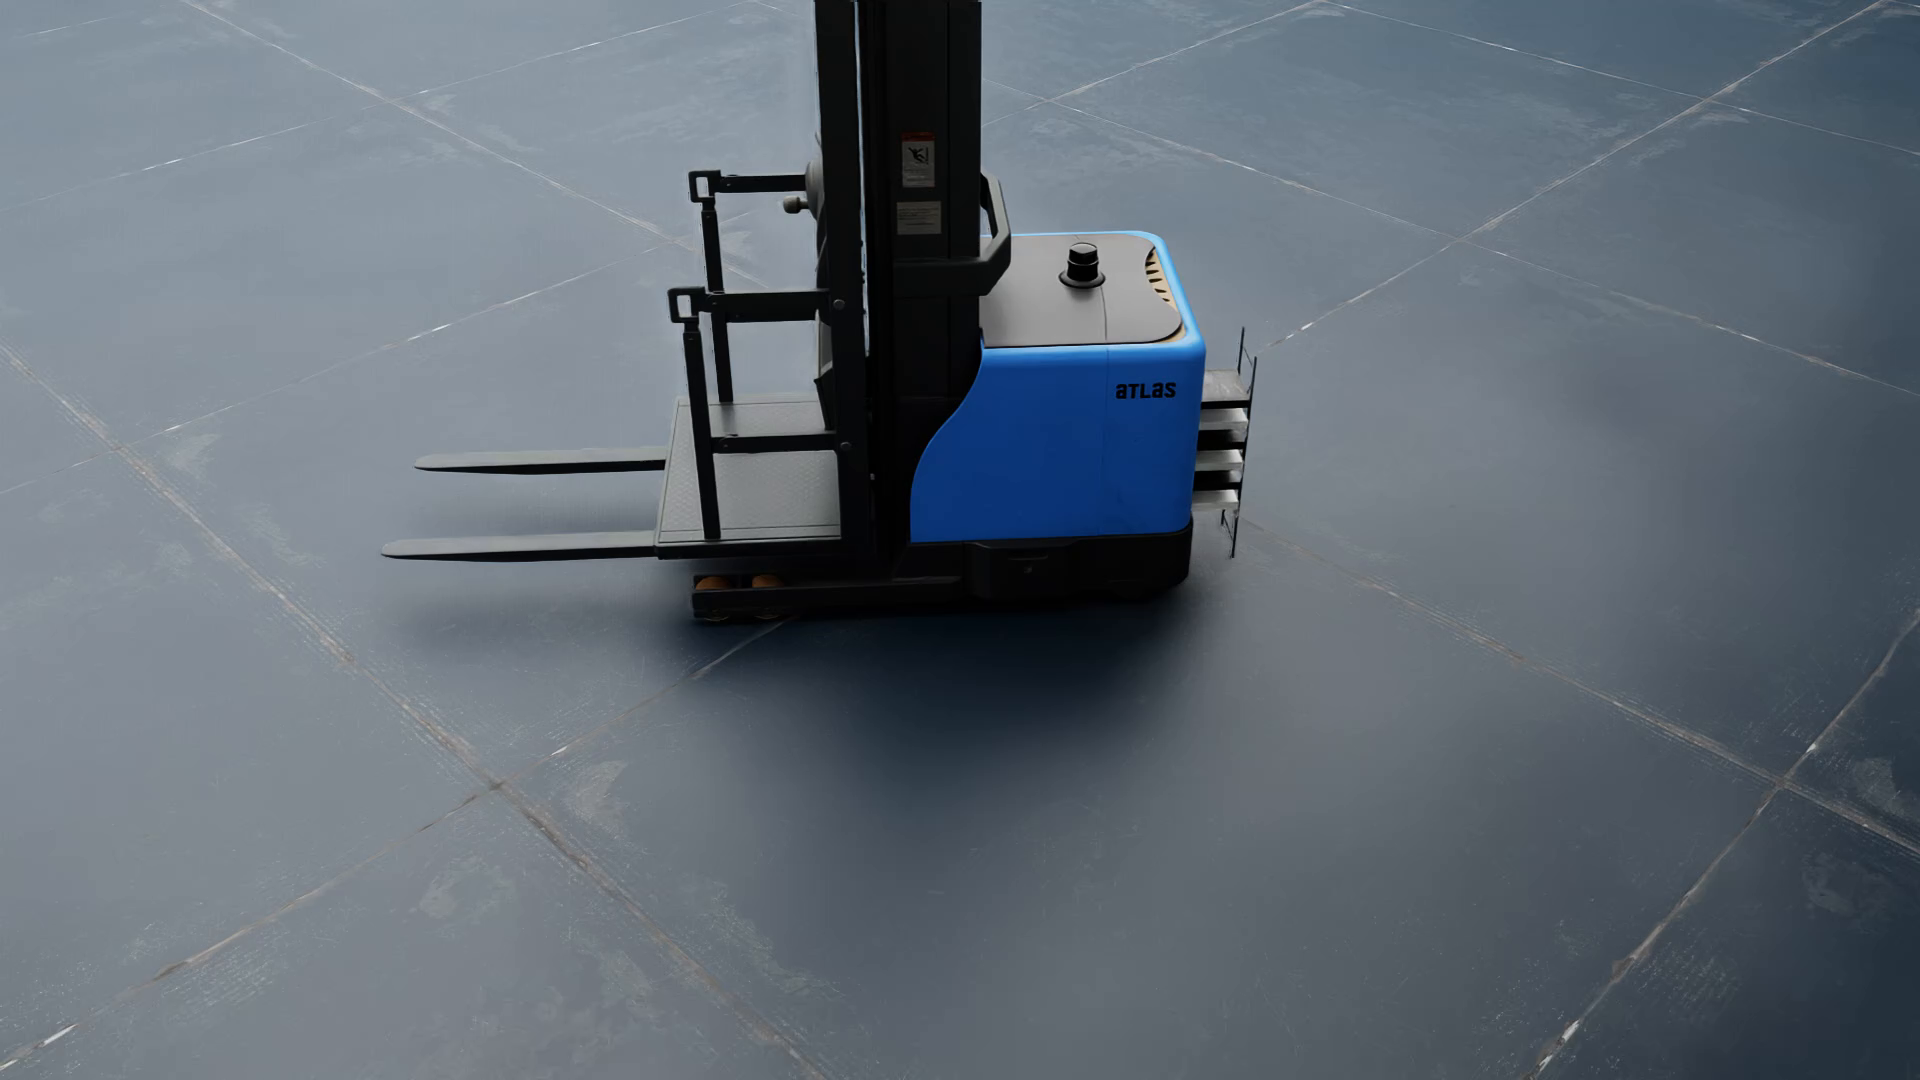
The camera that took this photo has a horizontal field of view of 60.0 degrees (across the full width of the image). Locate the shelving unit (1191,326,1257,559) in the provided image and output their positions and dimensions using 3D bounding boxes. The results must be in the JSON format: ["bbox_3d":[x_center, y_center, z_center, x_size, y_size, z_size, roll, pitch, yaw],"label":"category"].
[{"bbox_3d":[0.966,-0.360,6.379,0.210,0.900,0.258,-2,35,-3],"label":"shelving unit"}]

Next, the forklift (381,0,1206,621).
[{"bbox_3d":[-0.666,-1.212,5.826,3.031,2.935,1.130,-2,35,-3],"label":"forklift"}]

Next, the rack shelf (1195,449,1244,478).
[{"bbox_3d":[0.966,-0.333,6.398,0.200,0.077,0.258,-2,35,-3],"label":"rack shelf"}]

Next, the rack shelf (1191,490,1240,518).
[{"bbox_3d":[0.966,-0.185,6.501,0.200,0.077,0.258,-2,35,-3],"label":"rack shelf"}]

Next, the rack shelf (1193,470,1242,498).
[{"bbox_3d":[0.966,-0.259,6.450,0.200,0.077,0.258,-2,35,-3],"label":"rack shelf"}]

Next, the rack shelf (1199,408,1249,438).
[{"bbox_3d":[0.966,-0.480,6.295,0.200,0.077,0.258,-2,35,-3],"label":"rack shelf"}]

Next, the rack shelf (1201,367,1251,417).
[{"bbox_3d":[0.966,-0.554,6.244,0.200,0.077,0.258,-2,35,-3],"label":"rack shelf"}]

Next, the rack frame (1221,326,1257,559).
[{"bbox_3d":[1.067,-0.364,6.385,0.006,0.900,0.240,-2,35,-3],"label":"rack frame"}]

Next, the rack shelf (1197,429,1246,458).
[{"bbox_3d":[0.966,-0.406,6.347,0.200,0.077,0.258,-2,35,-3],"label":"rack shelf"}]
